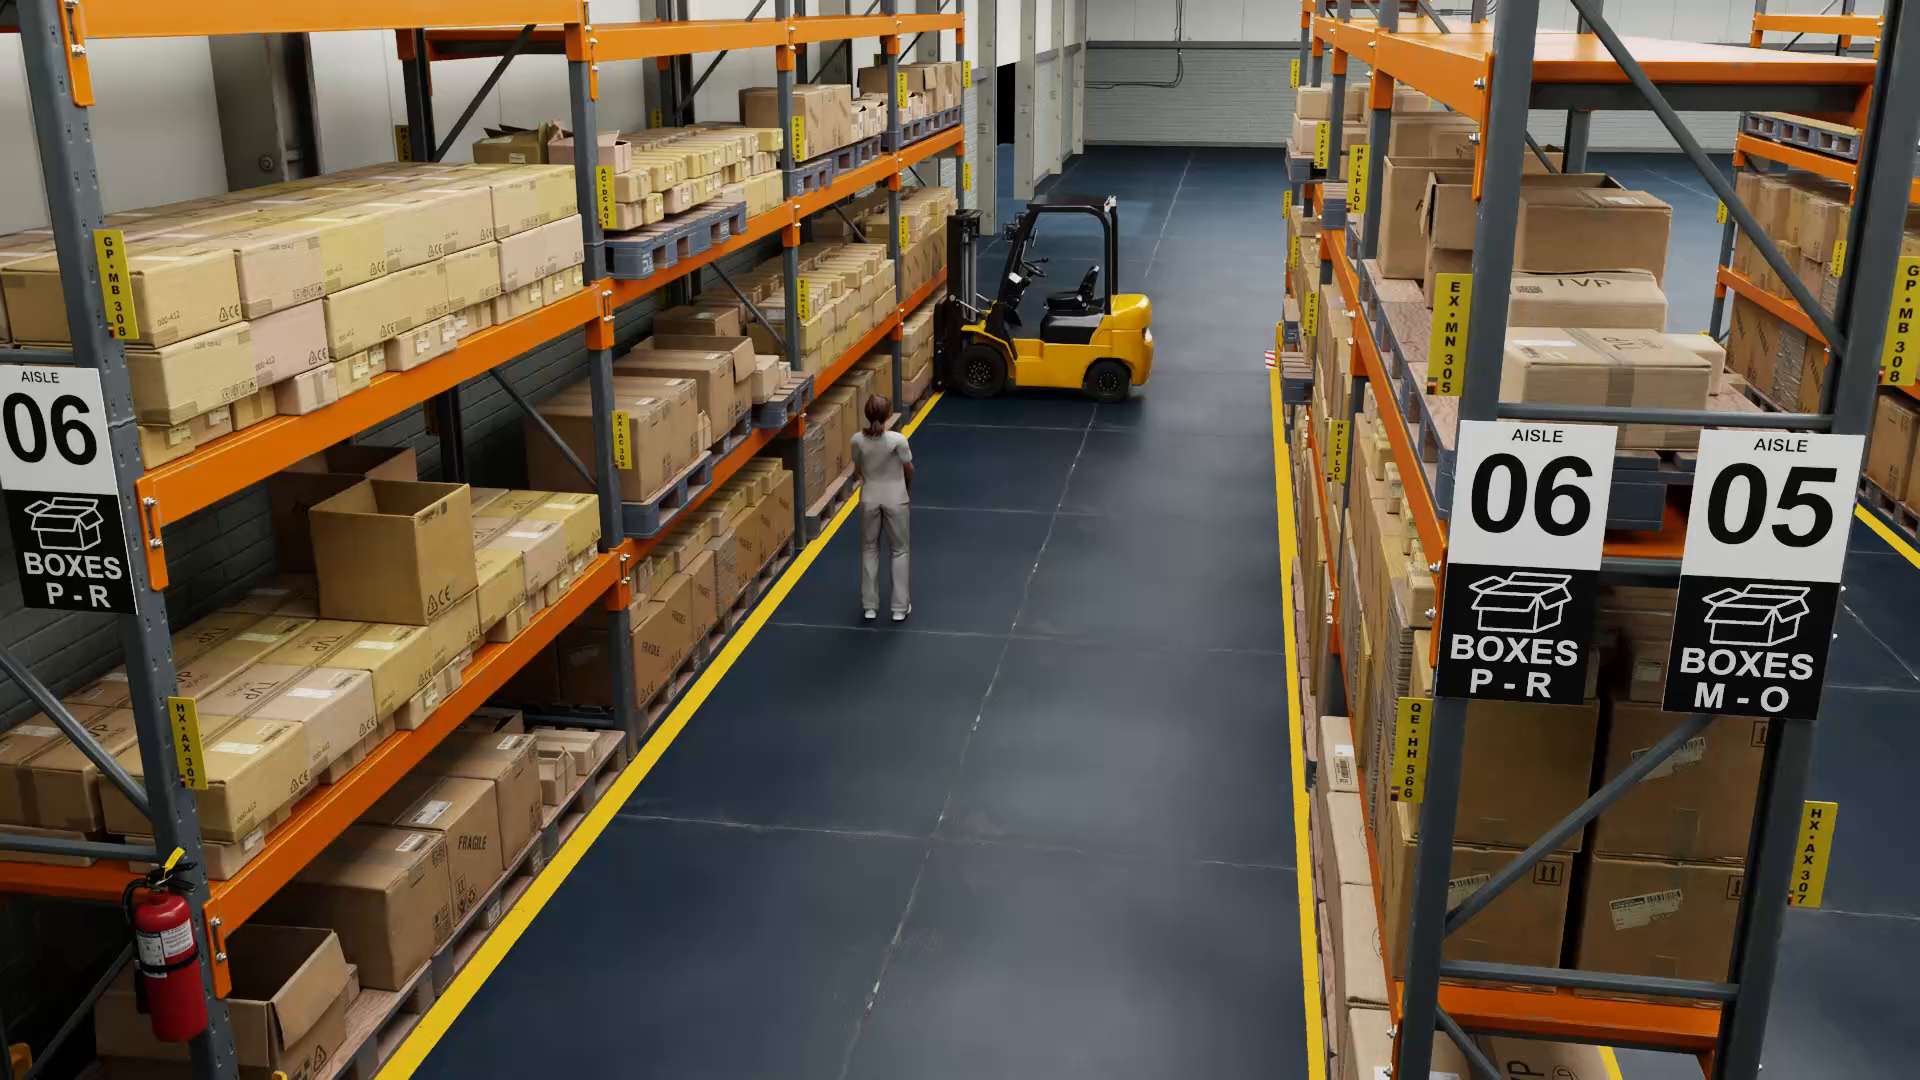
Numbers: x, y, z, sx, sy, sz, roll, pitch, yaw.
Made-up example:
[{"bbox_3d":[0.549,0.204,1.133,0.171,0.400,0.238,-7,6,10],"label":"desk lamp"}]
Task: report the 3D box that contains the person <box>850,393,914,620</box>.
[{"bbox_3d":[-0.542,-0.265,11.893,0.438,1.662,0.560,3,18,8],"label":"person"}]
